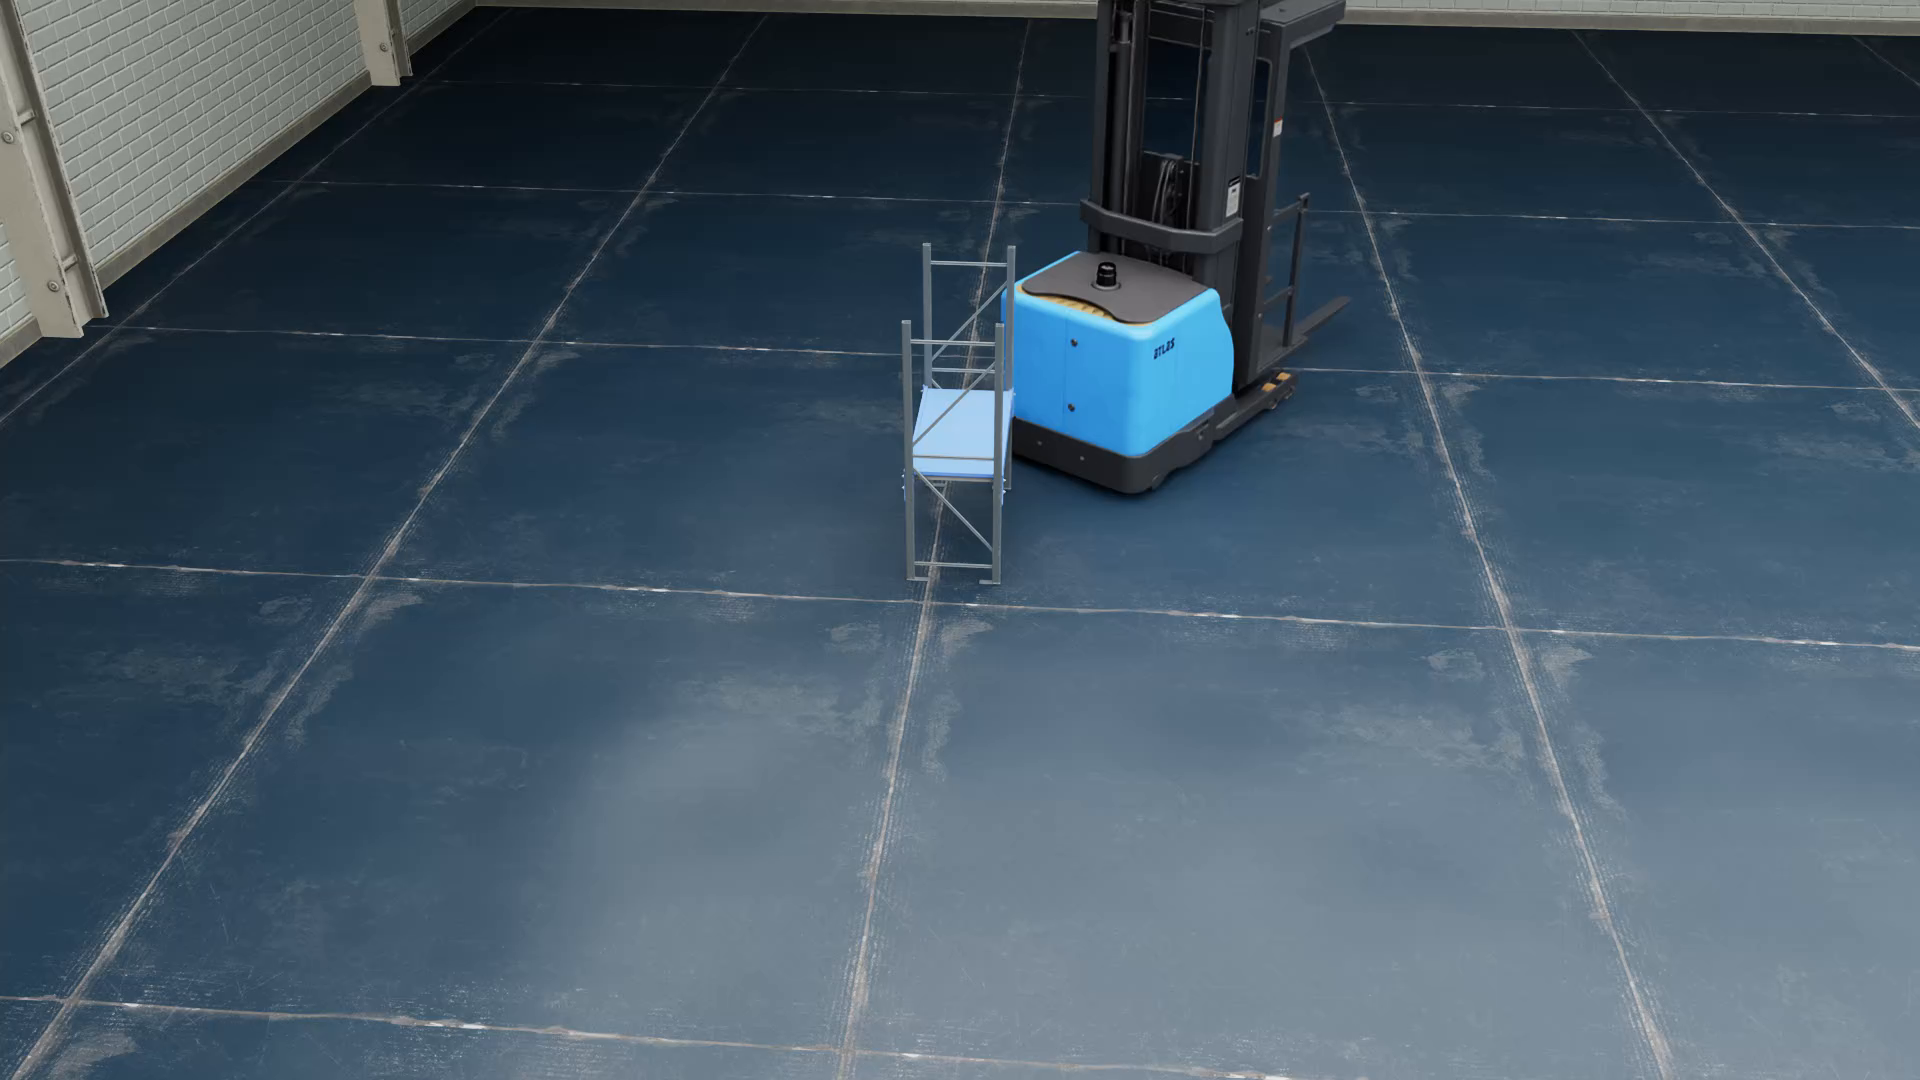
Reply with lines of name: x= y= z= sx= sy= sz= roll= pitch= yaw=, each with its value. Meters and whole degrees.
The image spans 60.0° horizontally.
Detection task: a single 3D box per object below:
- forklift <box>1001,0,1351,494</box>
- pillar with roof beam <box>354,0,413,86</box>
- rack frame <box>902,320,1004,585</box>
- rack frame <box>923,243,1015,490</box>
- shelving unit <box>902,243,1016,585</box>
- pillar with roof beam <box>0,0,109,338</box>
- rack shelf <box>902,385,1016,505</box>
forklift: x=1.525 y=-2.224 z=10.065 sx=1.130 sy=2.935 sz=3.031 roll=22 pitch=38 yaw=32
pillar with roof beam: x=-1.456 y=-8.295 z=14.132 sx=9.100 sy=9.000 sz=0.400 roll=2 pitch=32 yaw=4
rack frame: x=-0.034 y=-0.417 z=8.498 sx=0.500 sy=1.500 sz=0.032 roll=2 pitch=32 yaw=4
rack frame: x=0.048 y=-0.949 z=9.360 sx=0.500 sy=1.500 sz=0.032 roll=2 pitch=32 yaw=4
shelving unit: x=0.007 y=-0.683 z=8.929 sx=0.538 sy=1.500 sz=1.048 roll=2 pitch=32 yaw=4
pillar with roof beam: x=-1.944 y=-5.157 z=9.041 sx=9.100 sy=9.000 sz=0.400 roll=2 pitch=32 yaw=4
rack shelf: x=0.007 y=-0.530 z=9.023 sx=0.538 sy=0.185 sz=1.000 roll=2 pitch=32 yaw=4
